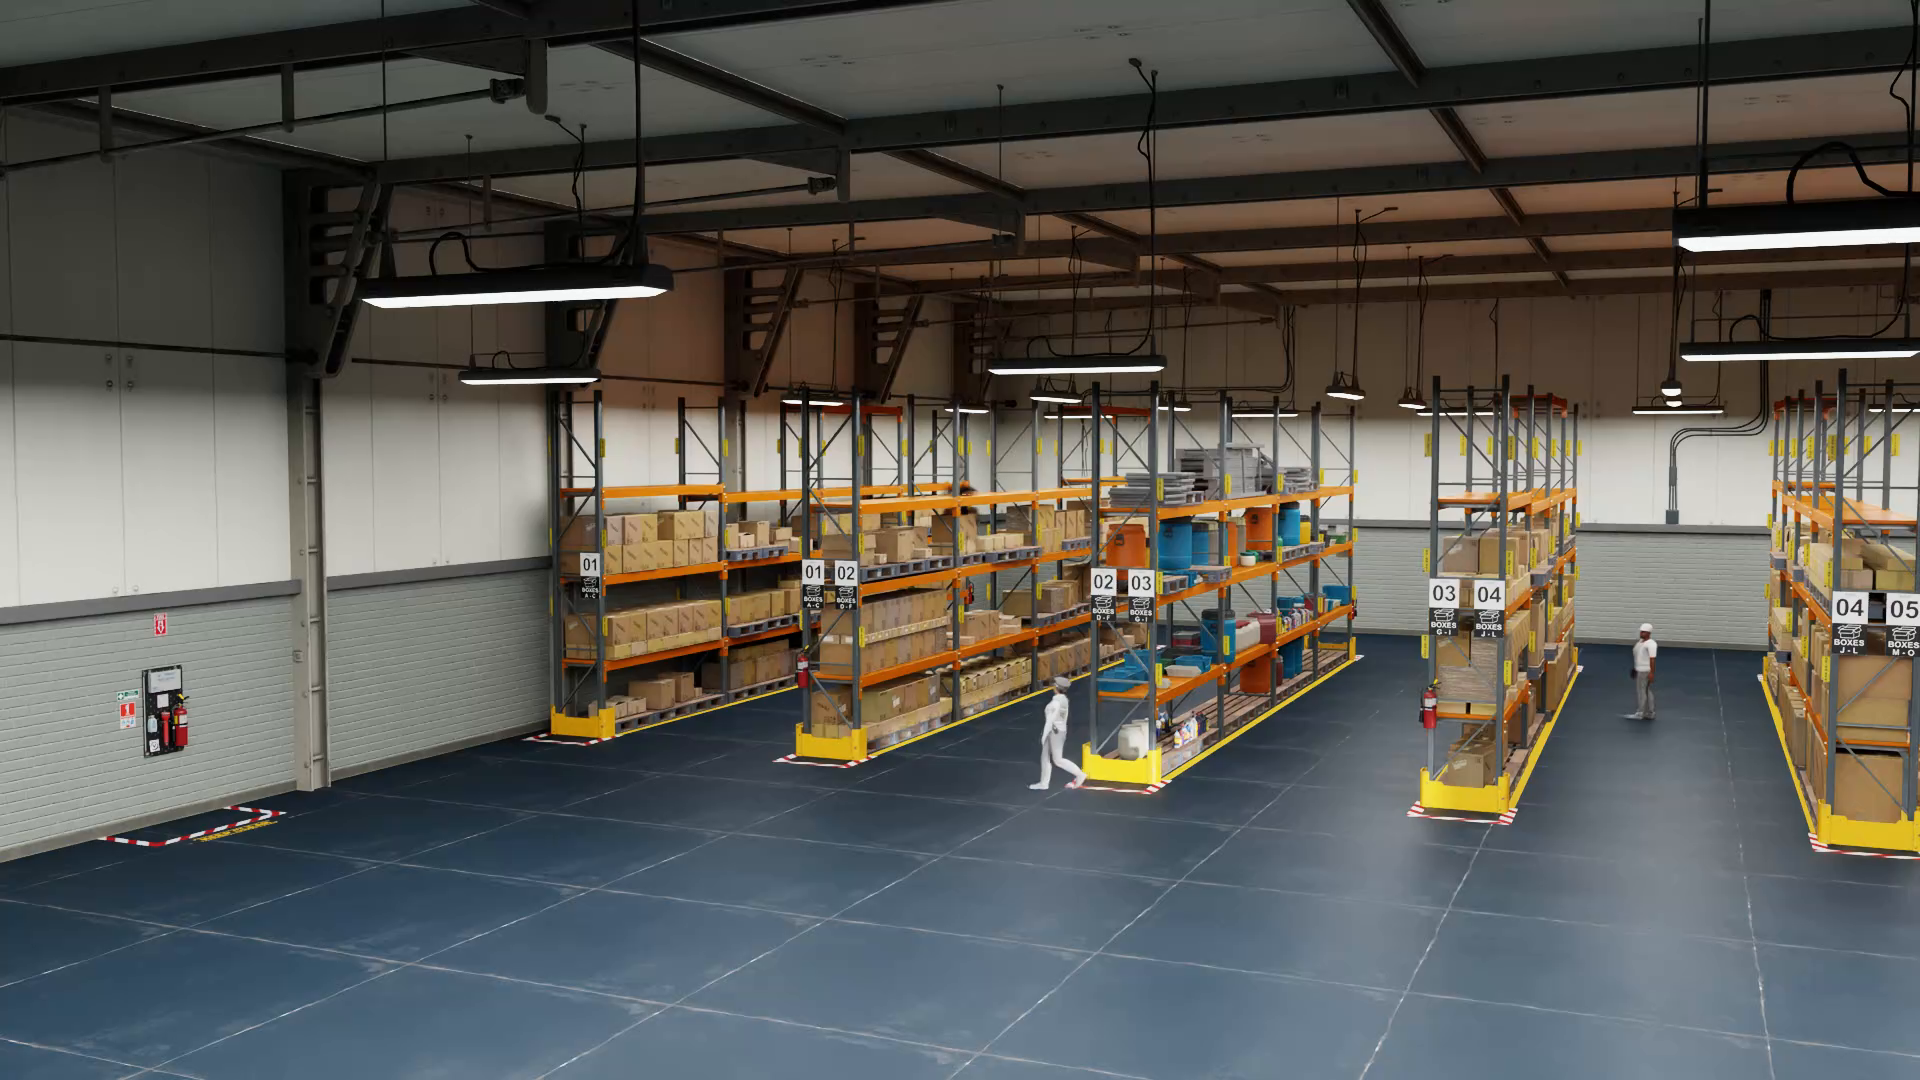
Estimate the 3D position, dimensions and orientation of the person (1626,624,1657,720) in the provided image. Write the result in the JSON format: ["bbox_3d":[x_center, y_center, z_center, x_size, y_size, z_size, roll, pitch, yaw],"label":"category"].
[{"bbox_3d":[12.594,2.425,30.745,0.510,1.773,0.566,1,3,20],"label":"person"}]

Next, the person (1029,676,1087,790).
[{"bbox_3d":[1.417,2.825,24.296,0.805,1.665,0.420,0,3,-2],"label":"person"}]
